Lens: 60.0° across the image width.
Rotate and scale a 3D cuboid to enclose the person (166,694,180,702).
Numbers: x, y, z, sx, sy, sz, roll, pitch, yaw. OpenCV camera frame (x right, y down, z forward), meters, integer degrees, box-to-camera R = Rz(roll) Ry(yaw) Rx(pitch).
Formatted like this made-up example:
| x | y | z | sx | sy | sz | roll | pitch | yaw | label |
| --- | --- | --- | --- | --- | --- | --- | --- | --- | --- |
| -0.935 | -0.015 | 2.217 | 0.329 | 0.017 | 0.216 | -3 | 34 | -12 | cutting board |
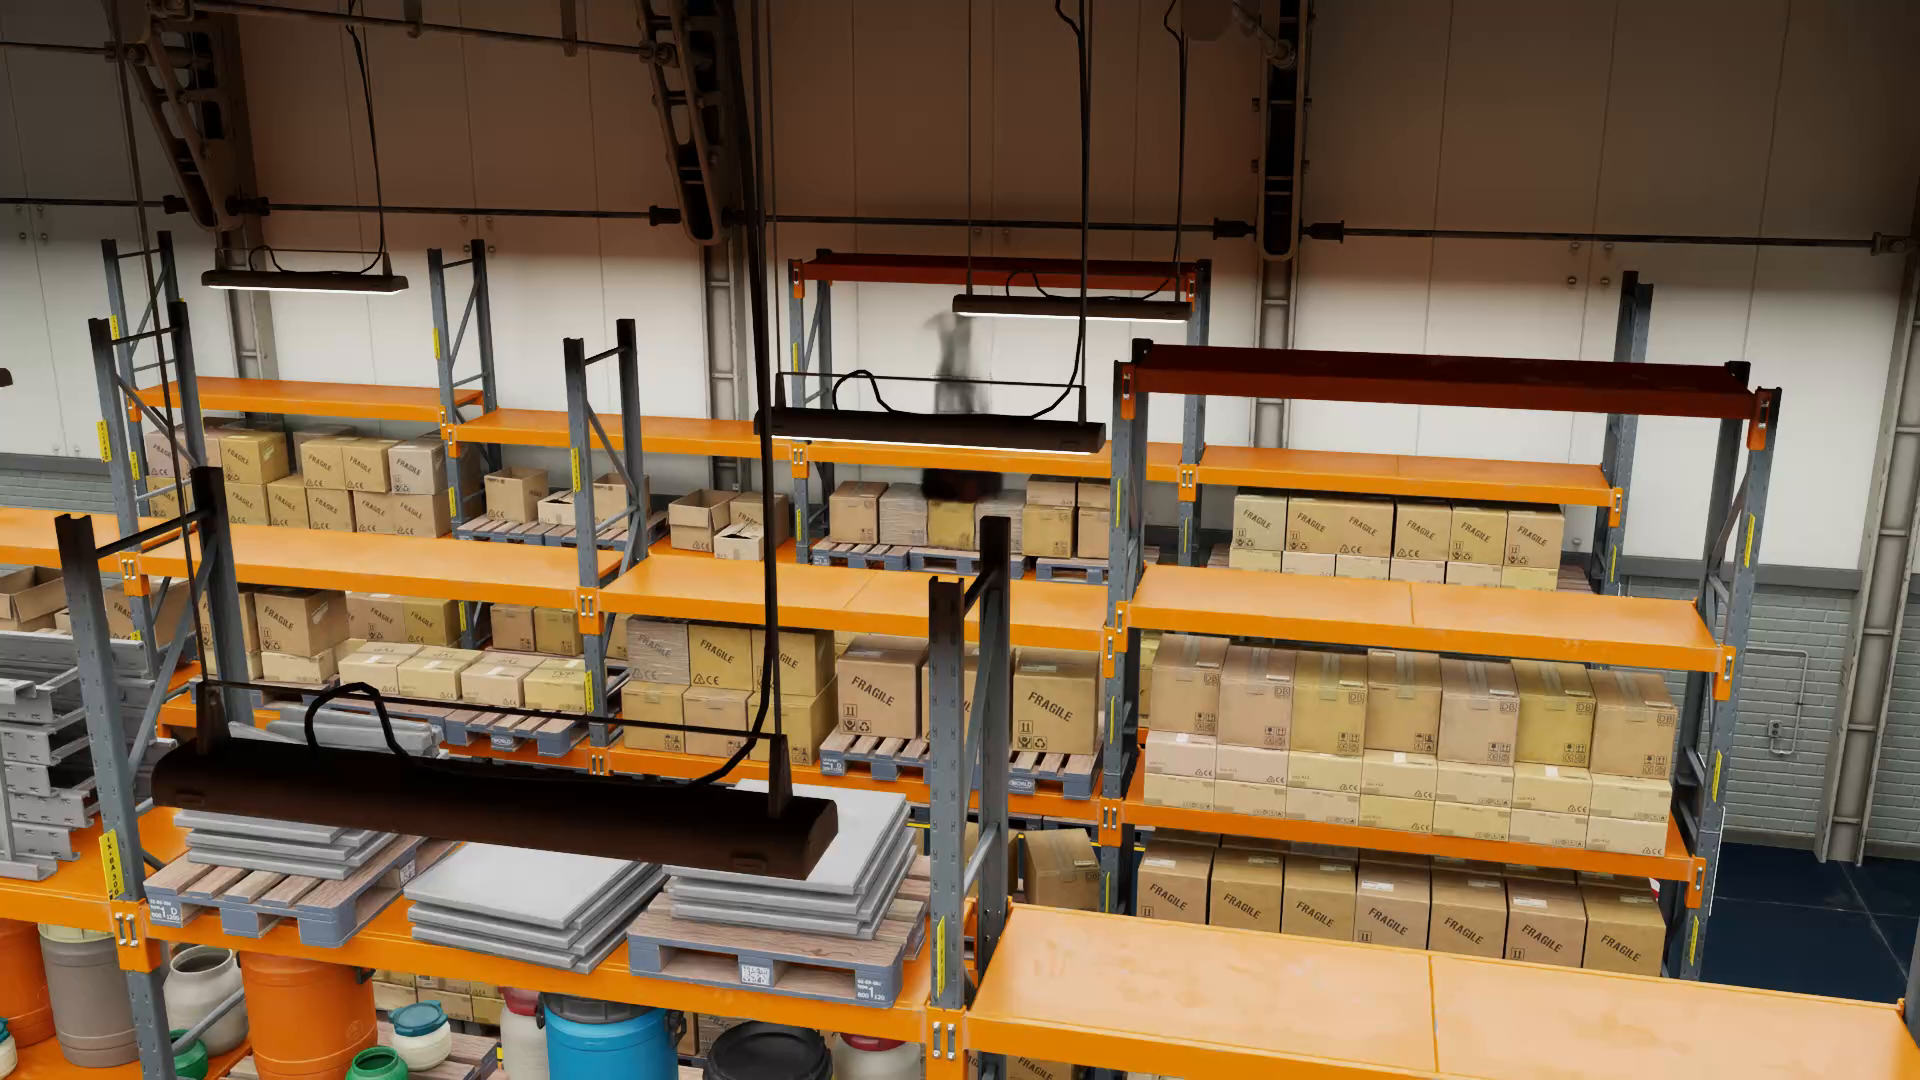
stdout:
| x | y | z | sx | sy | sz | roll | pitch | yaw | label |
| --- | --- | --- | --- | --- | --- | --- | --- | --- | --- |
| -7.876 | 2.416 | 16.915 | 0.870 | 1.838 | 0.667 | 6 | 17 | 18 | person |
